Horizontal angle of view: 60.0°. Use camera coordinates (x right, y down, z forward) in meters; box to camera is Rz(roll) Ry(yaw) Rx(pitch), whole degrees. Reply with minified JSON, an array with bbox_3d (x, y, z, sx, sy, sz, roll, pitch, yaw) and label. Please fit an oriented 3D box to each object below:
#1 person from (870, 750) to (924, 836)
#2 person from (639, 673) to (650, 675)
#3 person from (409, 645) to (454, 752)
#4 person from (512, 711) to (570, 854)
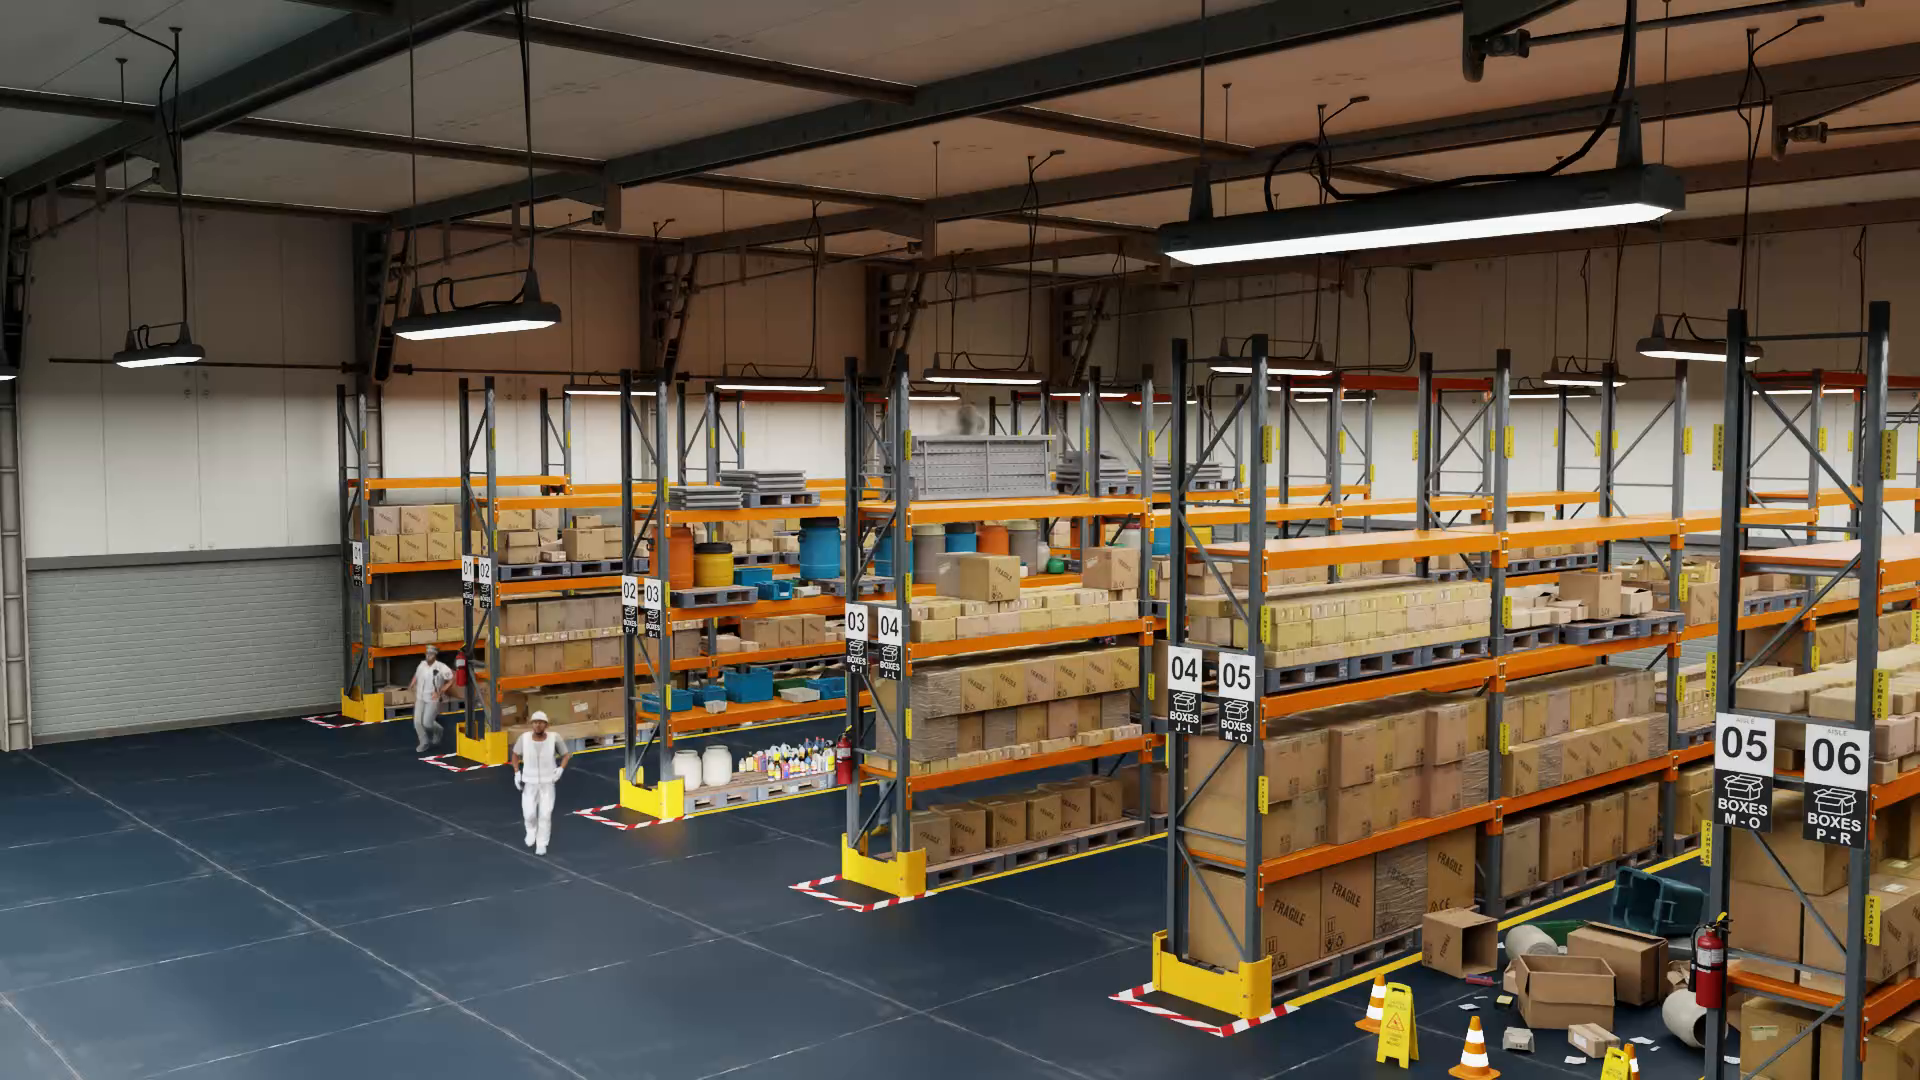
[{"bbox_3d":[-0.819,2.863,21.371,0.718,1.760,0.900,3,5,36],"label":"person"},{"bbox_3d":[-5.717,2.386,30.320,0.548,1.568,0.805,3,5,40],"label":"person"},{"bbox_3d":[-8.557,2.548,26.873,0.688,1.734,0.629,1,4,18],"label":"person"},{"bbox_3d":[-5.126,2.958,20.340,0.694,1.747,0.588,-1,4,-12],"label":"person"}]
